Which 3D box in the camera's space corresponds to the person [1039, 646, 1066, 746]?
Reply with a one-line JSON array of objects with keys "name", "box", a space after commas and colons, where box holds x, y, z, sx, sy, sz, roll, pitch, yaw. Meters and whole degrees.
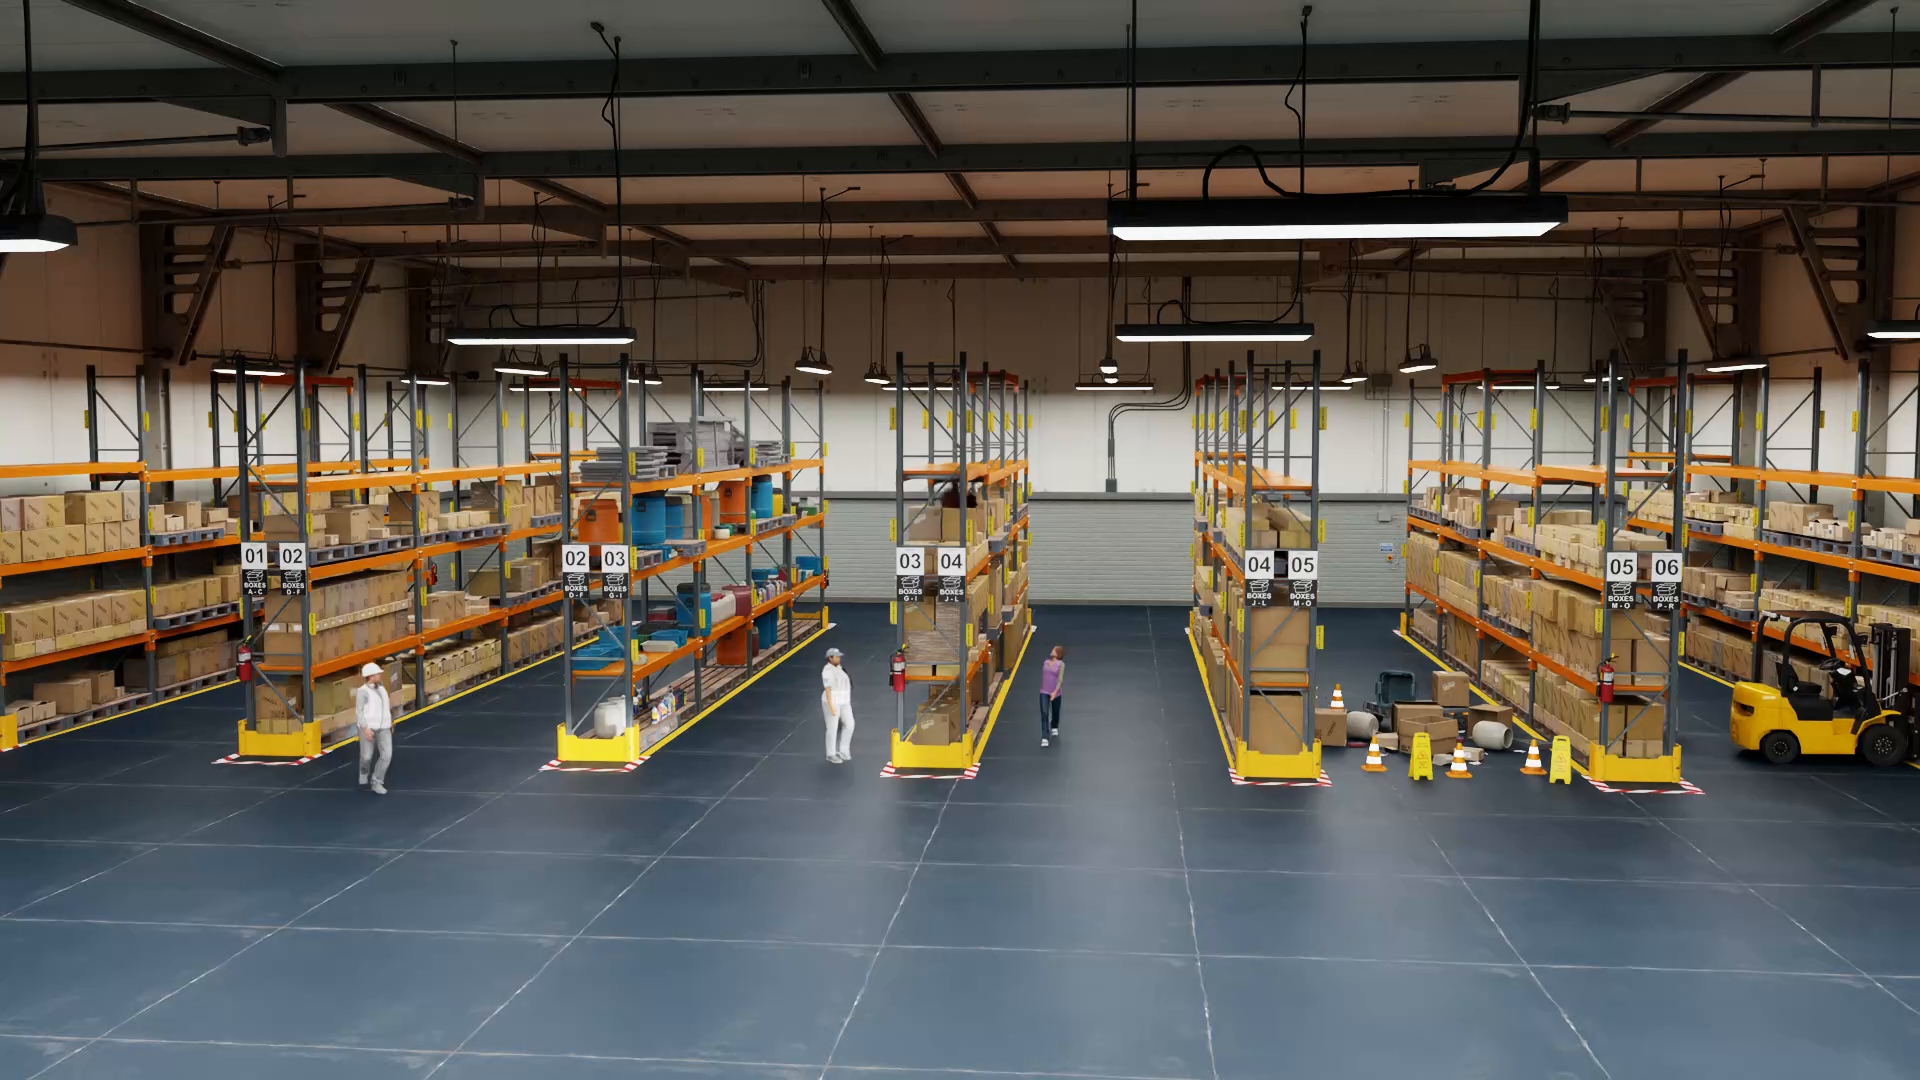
[{"name": "person", "box": [1.431, 2.404, 25.834, 0.403, 1.492, 0.959, 0, 4, 4]}]

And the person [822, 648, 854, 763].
[{"name": "person", "box": [-1.832, 2.462, 24.566, 0.395, 1.733, 0.513, 3, 5, 35]}]

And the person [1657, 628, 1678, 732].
[{"name": "person", "box": [11.393, 2.255, 26.901, 0.432, 1.691, 0.510, 2, 5, 31]}]

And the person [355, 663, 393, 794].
[{"name": "person", "box": [-7.953, 2.553, 22.608, 0.628, 1.772, 0.650, 3, 5, 38]}]
